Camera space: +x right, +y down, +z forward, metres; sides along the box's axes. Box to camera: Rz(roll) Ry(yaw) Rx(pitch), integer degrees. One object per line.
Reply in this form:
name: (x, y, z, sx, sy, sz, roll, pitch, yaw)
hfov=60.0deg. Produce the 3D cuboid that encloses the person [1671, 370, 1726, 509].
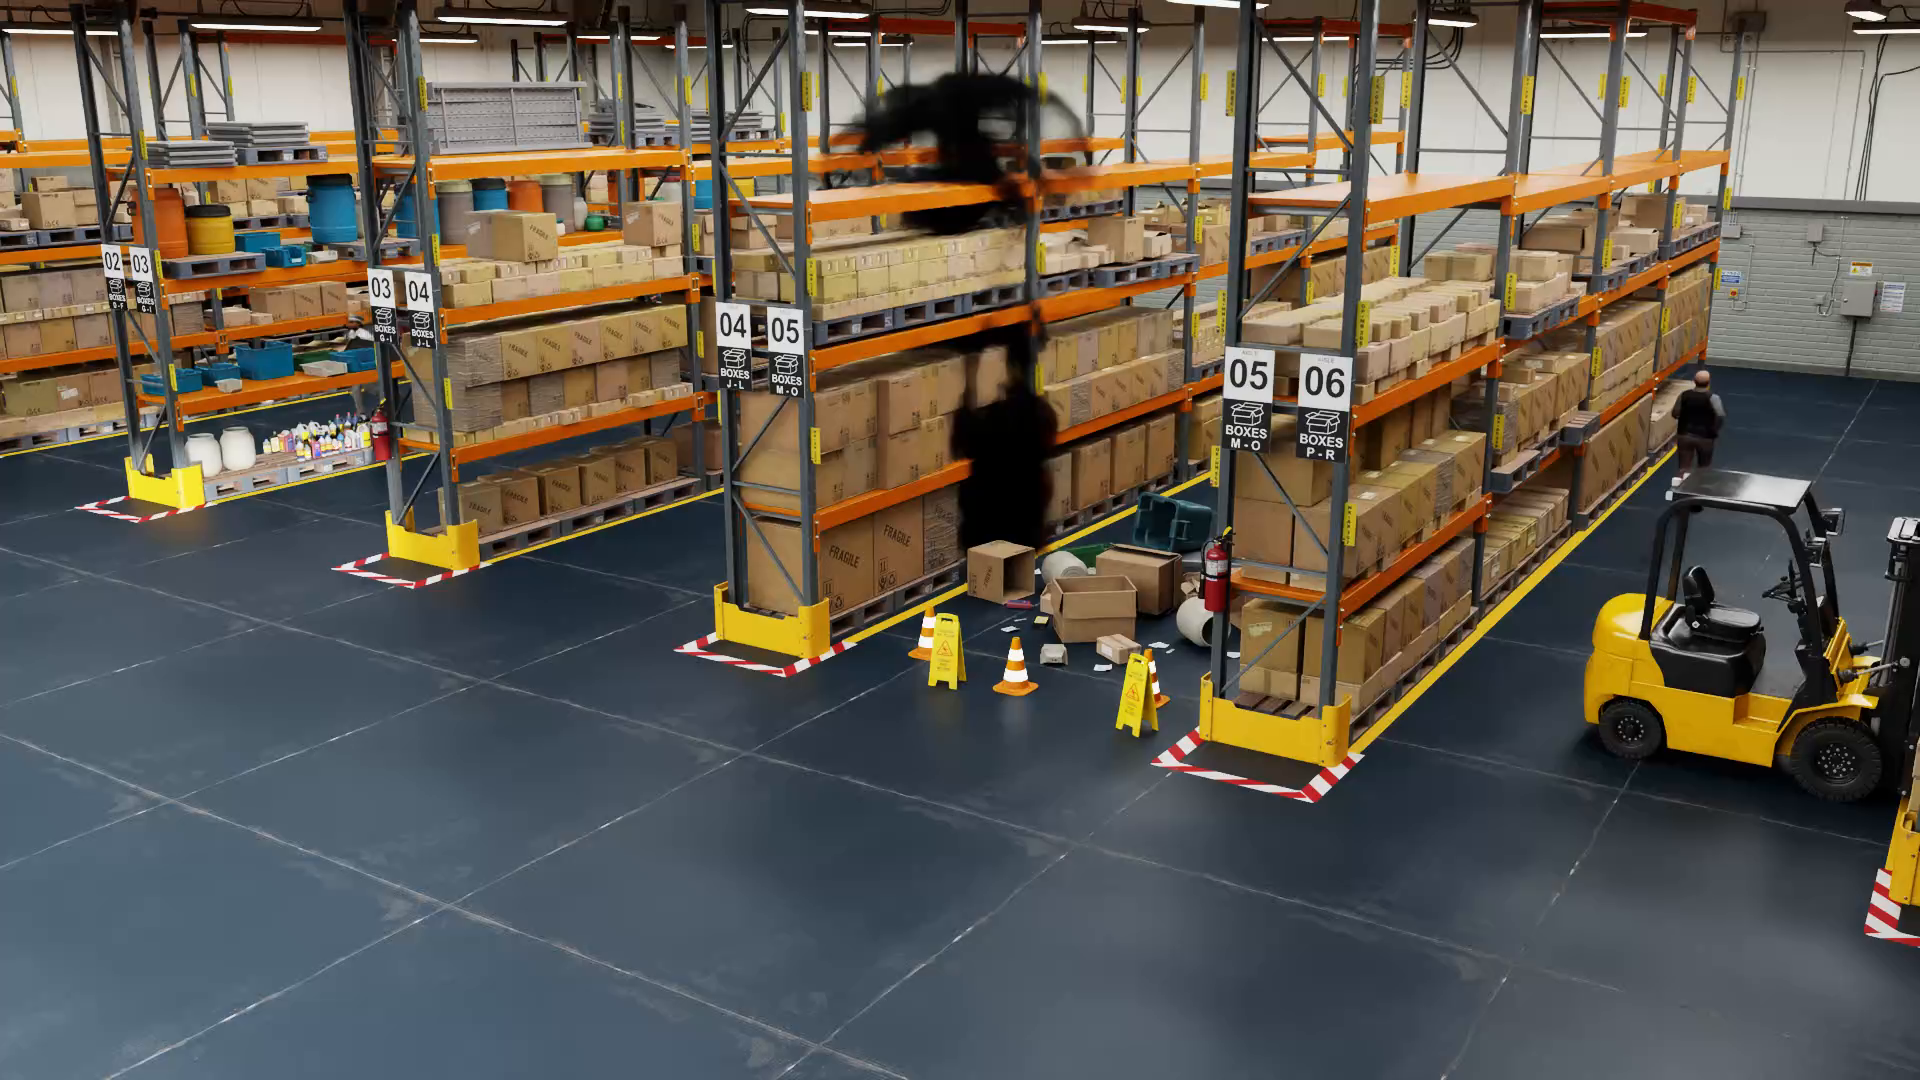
person: (8.983, -1.190, 20.299, 0.641, 1.782, 0.724, 9, 18, 30)

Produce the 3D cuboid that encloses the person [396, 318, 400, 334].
person: (-11.069, -4.526, 32.414, 0.611, 1.644, 0.548, 6, 17, 22)

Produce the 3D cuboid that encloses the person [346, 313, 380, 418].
person: (-9.285, -2.723, 25.950, 0.600, 1.684, 0.799, 9, 18, 31)
